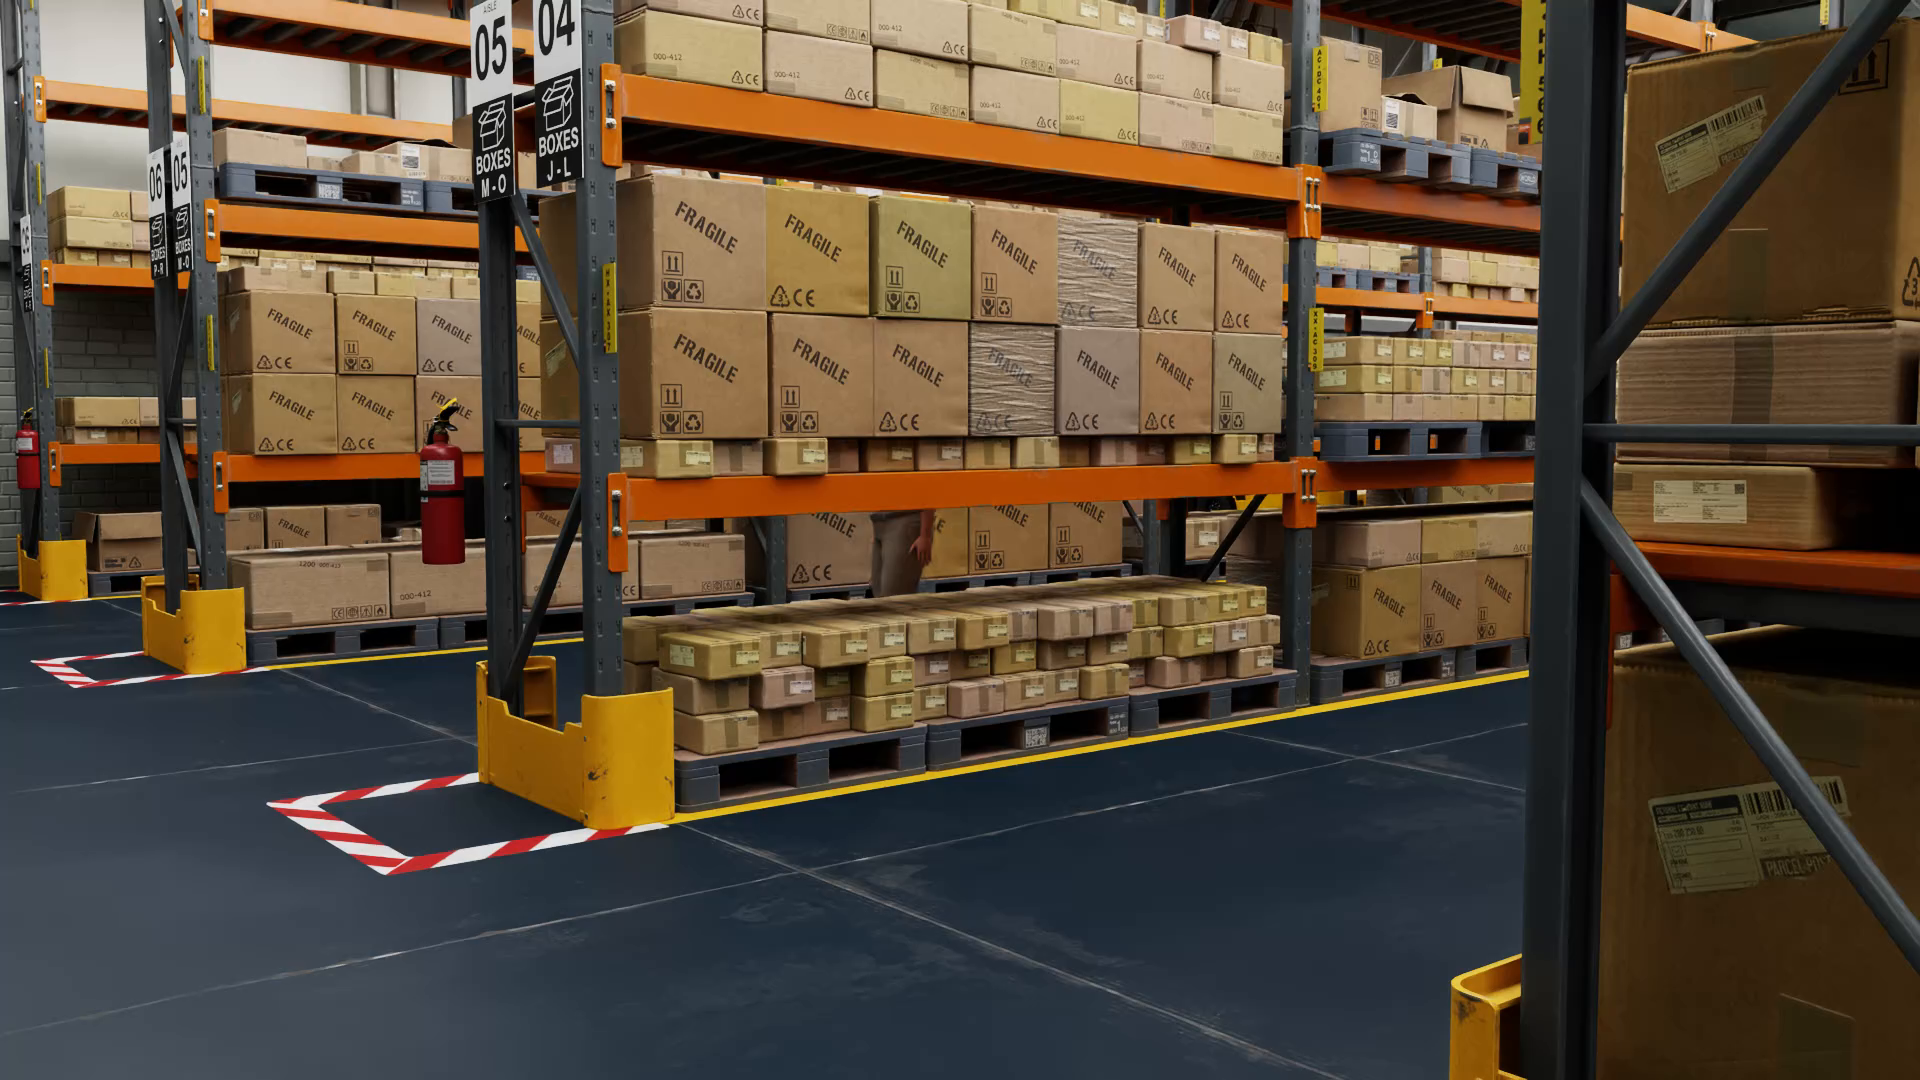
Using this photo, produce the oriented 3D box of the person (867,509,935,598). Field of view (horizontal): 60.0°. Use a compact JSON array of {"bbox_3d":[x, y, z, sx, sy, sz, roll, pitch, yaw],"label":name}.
[{"bbox_3d":[-0.282,-0.035,9.619,0.588,1.730,0.566,-2,5,-23],"label":"person"}]
